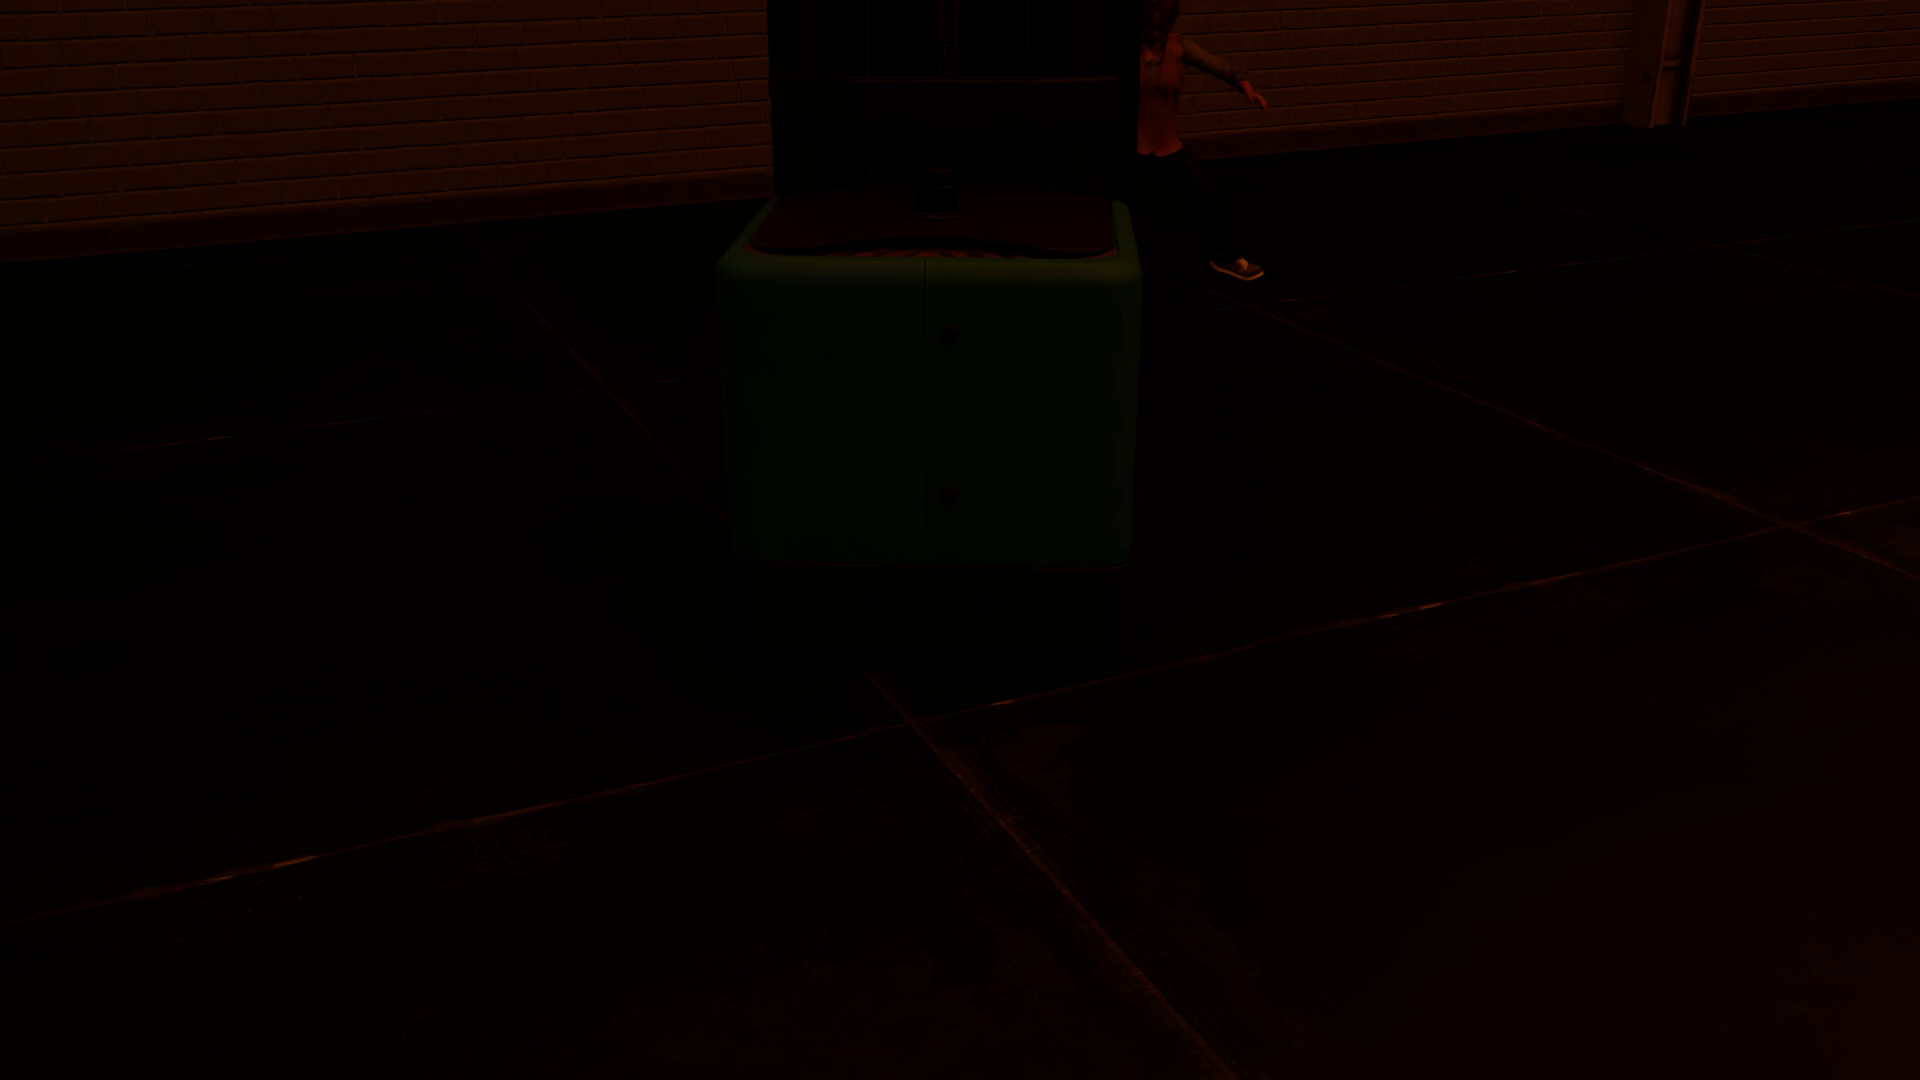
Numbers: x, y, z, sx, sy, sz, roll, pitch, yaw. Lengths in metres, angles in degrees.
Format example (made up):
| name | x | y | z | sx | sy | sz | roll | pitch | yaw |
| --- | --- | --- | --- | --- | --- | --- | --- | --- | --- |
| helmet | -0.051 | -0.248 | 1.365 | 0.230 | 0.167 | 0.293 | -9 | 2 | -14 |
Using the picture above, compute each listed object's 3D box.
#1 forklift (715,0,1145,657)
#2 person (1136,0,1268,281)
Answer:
| name | x | y | z | sx | sy | sz | roll | pitch | yaw |
| --- | --- | --- | --- | --- | --- | --- | --- | --- | --- |
| forklift | -0.002 | -1.580 | 5.090 | 1.130 | 2.935 | 3.031 | 1 | 23 | 3 |
| person | 0.934 | -1.760 | 7.531 | 1.158 | 1.391 | 0.753 | -3 | 23 | -6 |
